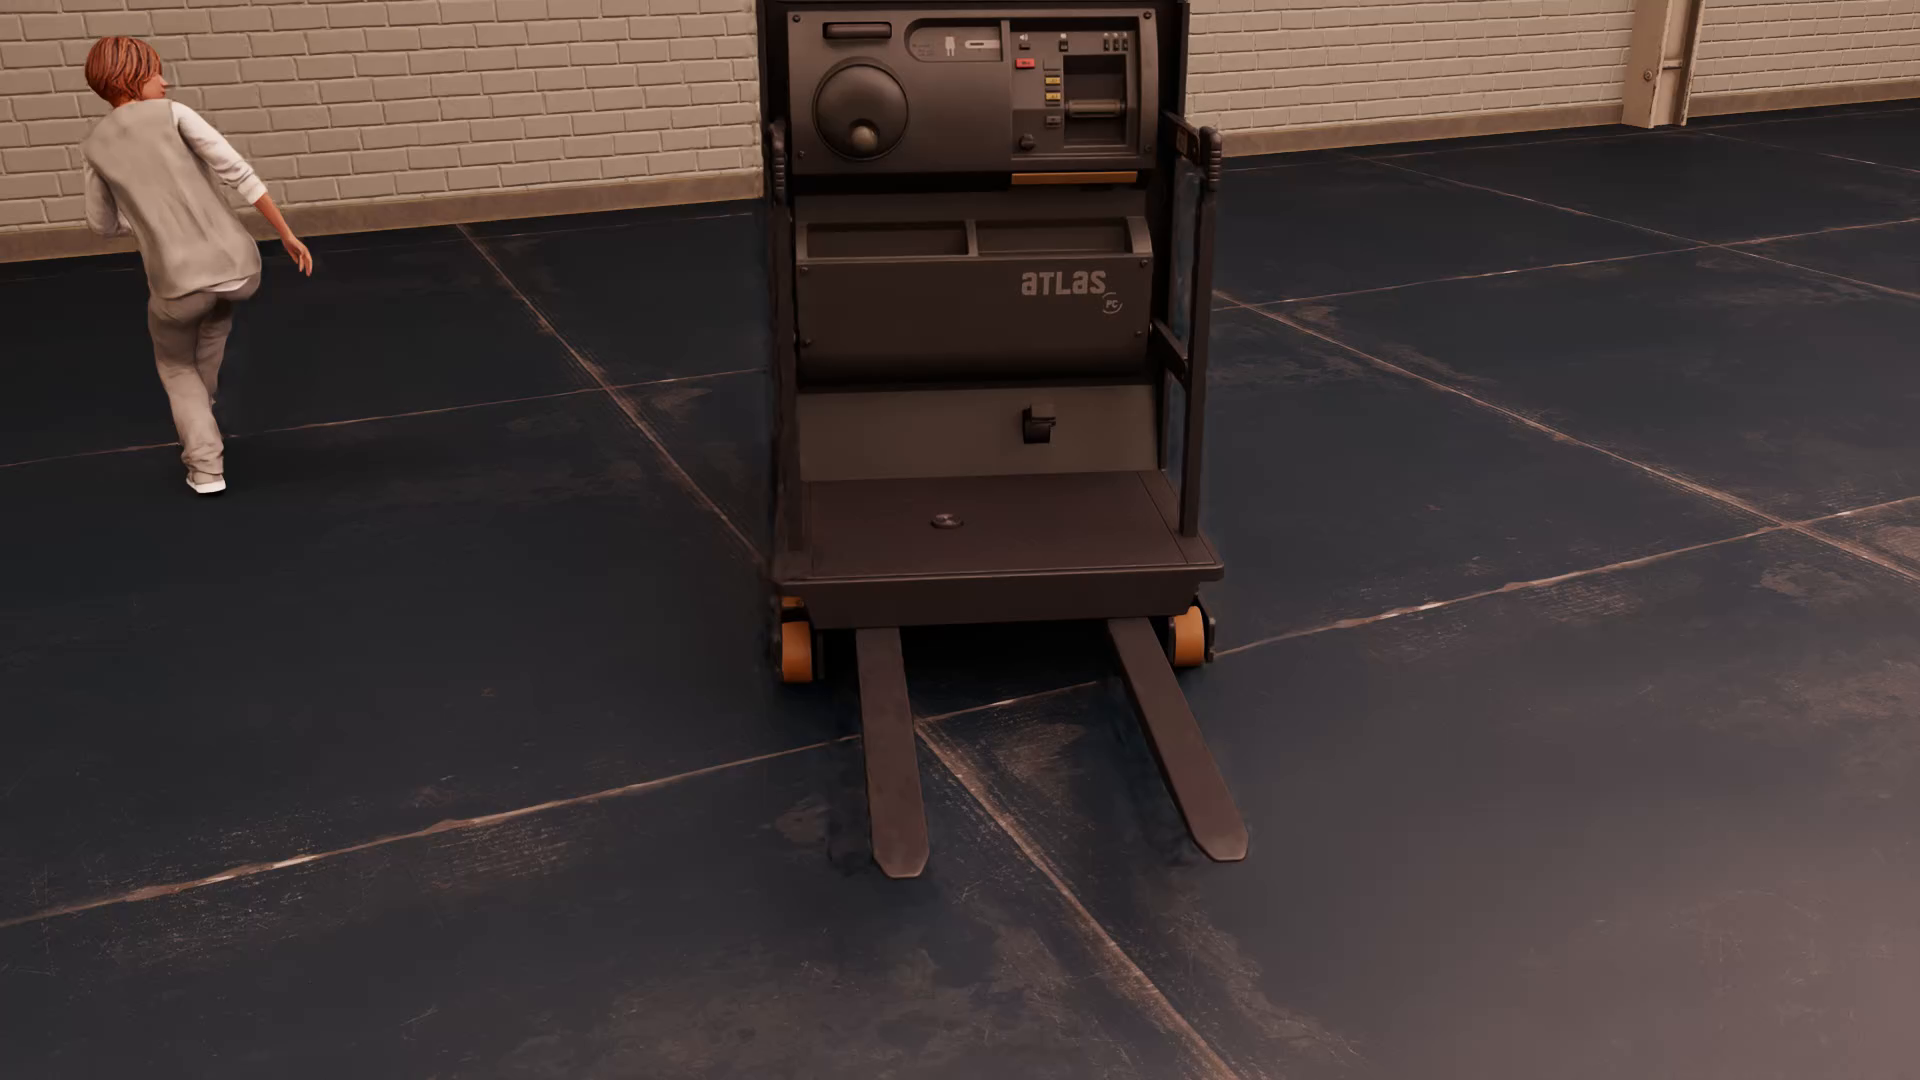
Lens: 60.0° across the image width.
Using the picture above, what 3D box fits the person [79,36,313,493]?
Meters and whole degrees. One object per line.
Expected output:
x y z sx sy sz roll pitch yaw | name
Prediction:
-2.493 -0.918 5.483 0.634 1.434 0.699 -10 25 -23 | person

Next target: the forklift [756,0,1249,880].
0.058 -1.120 3.983 1.130 2.935 3.031 -2 23 -5 | forklift
